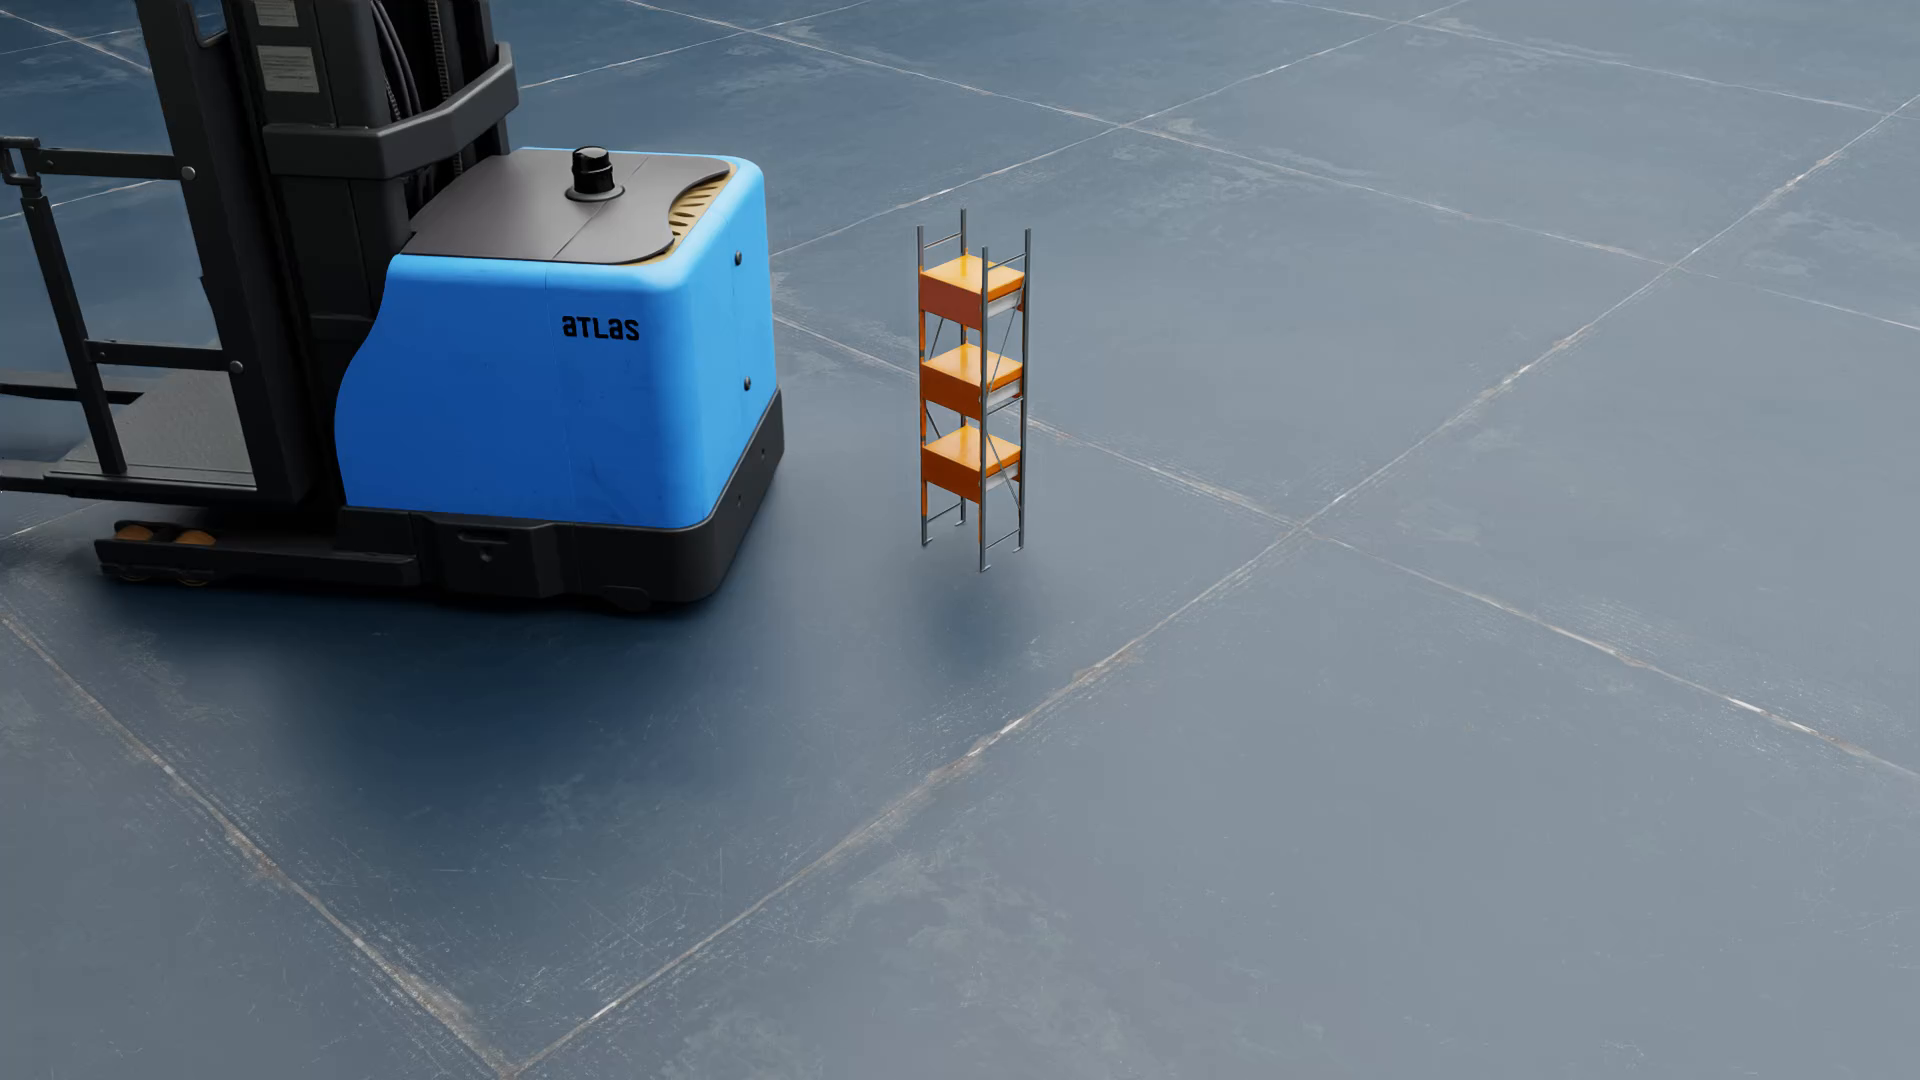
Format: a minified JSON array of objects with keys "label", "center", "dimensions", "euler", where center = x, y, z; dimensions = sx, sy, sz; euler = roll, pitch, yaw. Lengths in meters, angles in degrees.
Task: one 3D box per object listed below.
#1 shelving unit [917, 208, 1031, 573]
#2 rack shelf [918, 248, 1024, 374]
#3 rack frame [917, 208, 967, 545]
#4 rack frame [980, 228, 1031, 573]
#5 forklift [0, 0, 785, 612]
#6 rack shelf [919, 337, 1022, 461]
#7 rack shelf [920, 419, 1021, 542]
[{"label":"shelving unit","center":[0.040,-0.431,4.948],"dimensions":[0.252,1.050,0.215],"euler":[25,39,35]},{"label":"rack shelf","center":[0.040,-0.665,4.808],"dimensions":[0.240,0.259,0.215],"euler":[25,39,35]},{"label":"rack frame","center":[-0.051,-0.473,5.019],"dimensions":[0.008,1.050,0.200],"euler":[25,39,35]},{"label":"rack frame","center":[0.130,-0.389,4.878],"dimensions":[0.008,1.050,0.200],"euler":[25,39,35]},{"label":"forklift","center":[-2.150,-1.381,4.702],"dimensions":[3.031,2.935,1.130],"euler":[4,31,7]},{"label":"rack shelf","center":[0.040,-0.422,4.954],"dimensions":[0.240,0.259,0.215],"euler":[25,39,35]},{"label":"rack shelf","center":[0.040,-0.184,5.097],"dimensions":[0.240,0.259,0.215],"euler":[25,39,35]}]
